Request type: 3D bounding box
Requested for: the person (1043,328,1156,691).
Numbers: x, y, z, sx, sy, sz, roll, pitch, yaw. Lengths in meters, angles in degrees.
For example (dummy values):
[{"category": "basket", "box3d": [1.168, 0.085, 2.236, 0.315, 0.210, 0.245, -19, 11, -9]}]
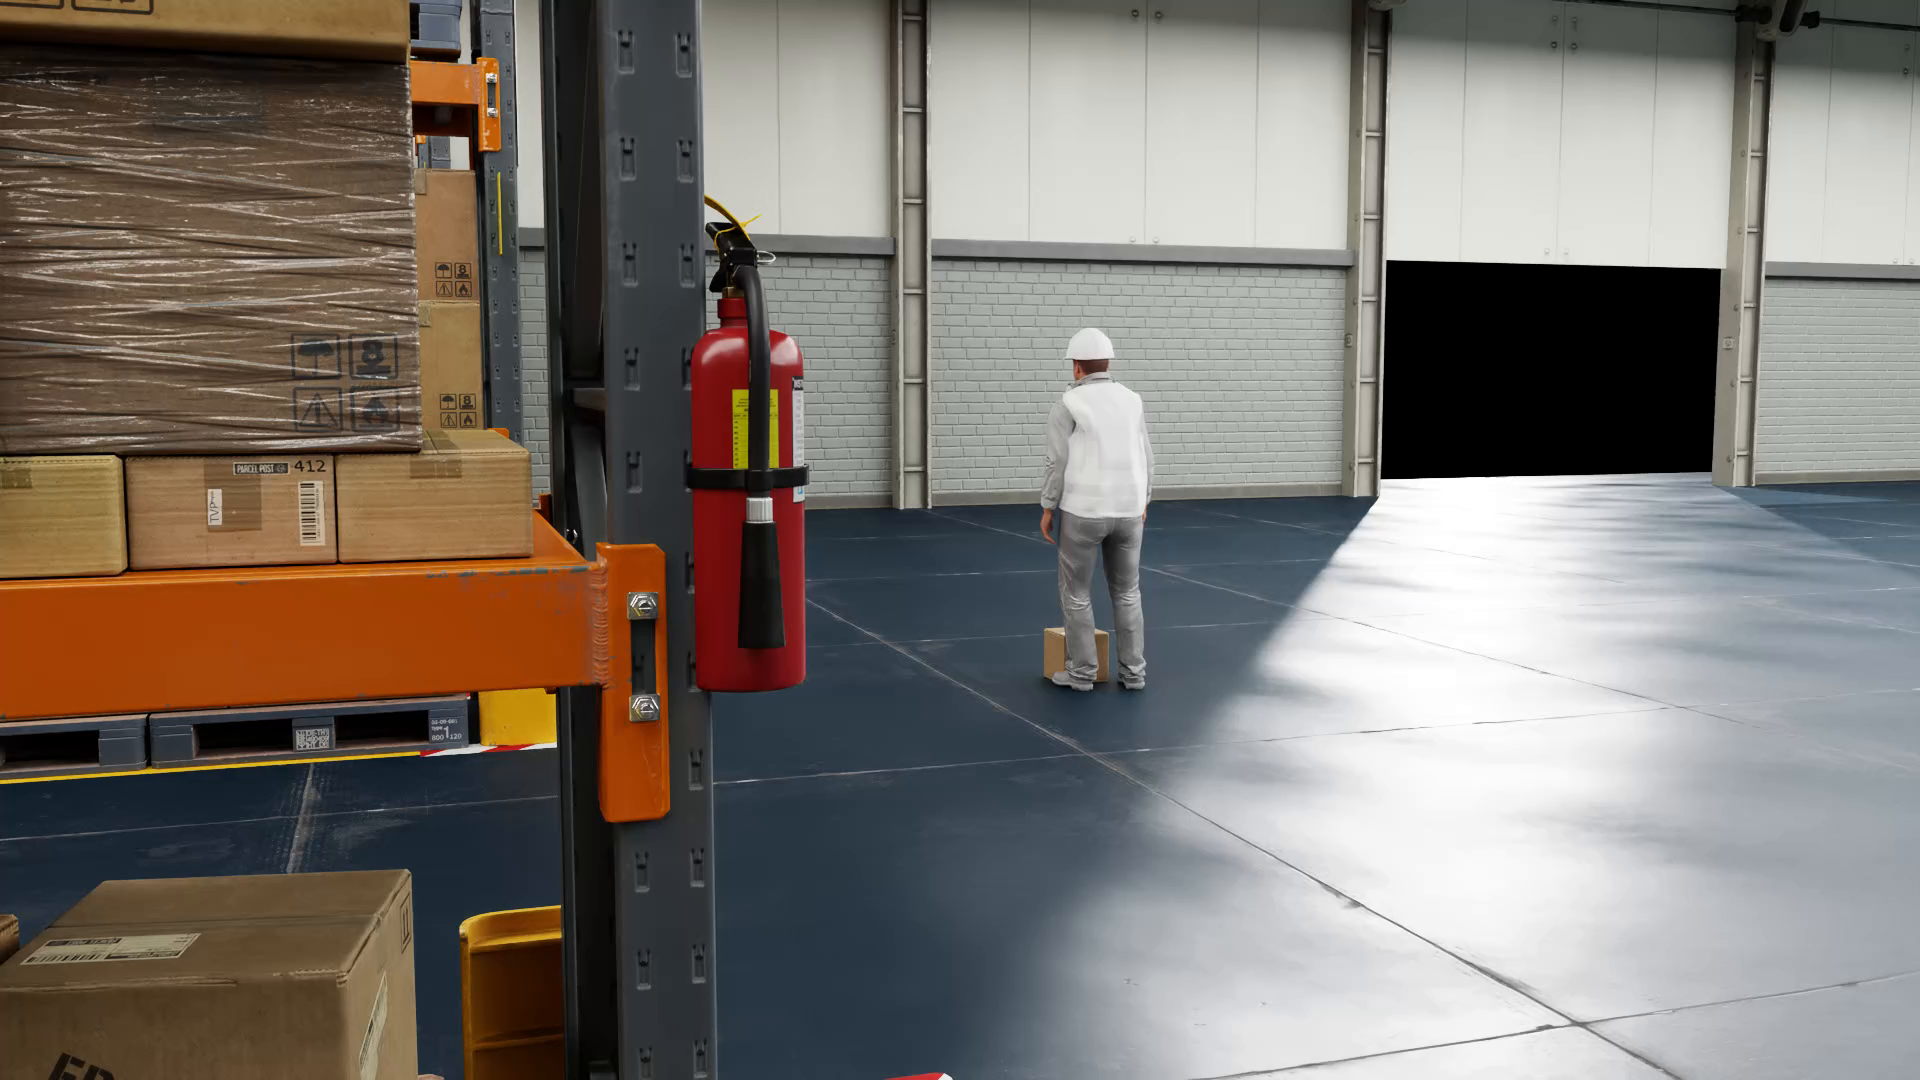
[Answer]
[{"category": "person", "box3d": [0.677, -0.147, 8.156, 0.587, 1.771, 0.466, -2, 6, -20]}]
